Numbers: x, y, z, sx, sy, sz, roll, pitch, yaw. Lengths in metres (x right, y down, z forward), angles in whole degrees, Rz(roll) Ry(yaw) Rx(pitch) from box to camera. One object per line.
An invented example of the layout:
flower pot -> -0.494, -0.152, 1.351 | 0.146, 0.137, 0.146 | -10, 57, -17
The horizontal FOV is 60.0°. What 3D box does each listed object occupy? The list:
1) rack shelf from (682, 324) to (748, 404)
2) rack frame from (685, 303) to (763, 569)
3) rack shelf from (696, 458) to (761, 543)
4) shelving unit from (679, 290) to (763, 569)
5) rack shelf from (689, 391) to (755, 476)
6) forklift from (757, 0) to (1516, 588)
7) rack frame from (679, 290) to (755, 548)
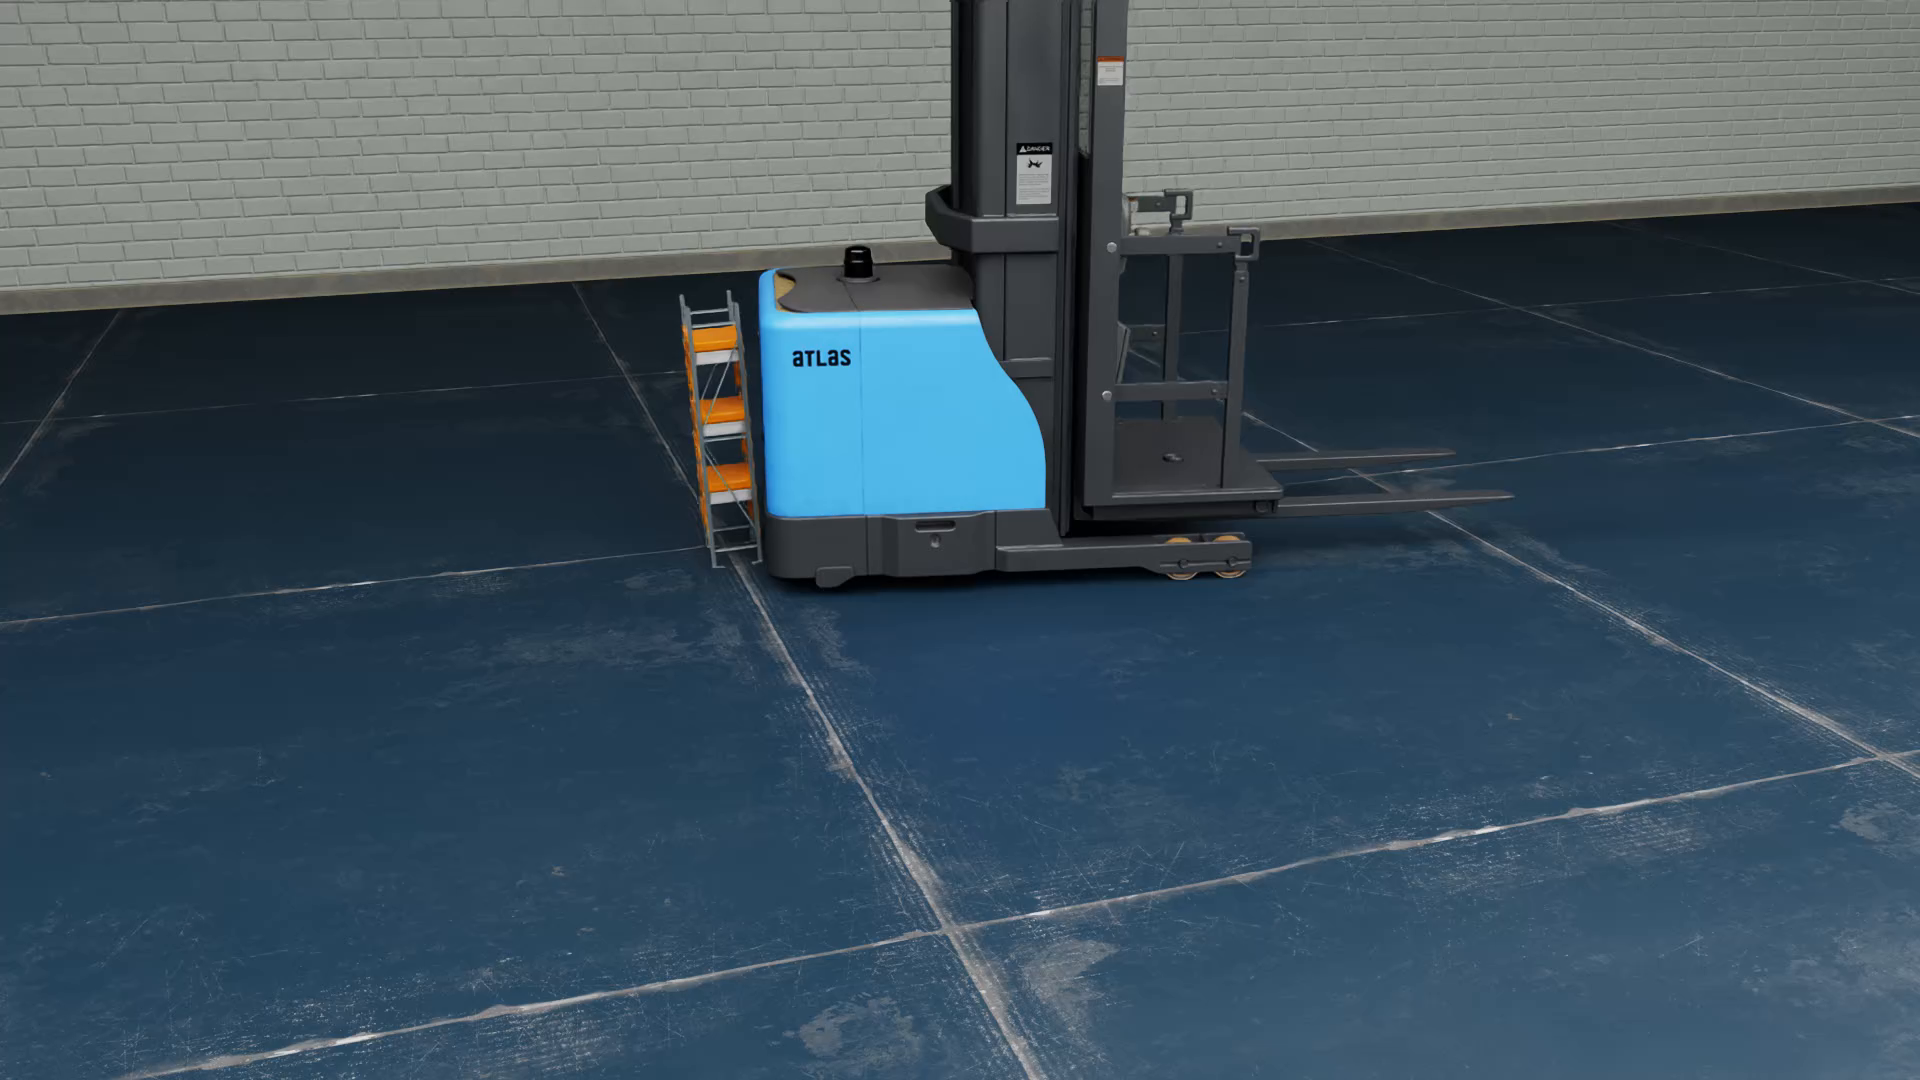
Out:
rack shelf -> -0.952, -0.687, 6.455 | 0.215, 0.259, 0.240 | -7, 21, -12
rack frame -> -0.909, -0.392, 6.438 | 0.200, 1.050, 0.008 | -7, 21, -12
rack shelf -> -0.926, -0.161, 6.650 | 0.215, 0.259, 0.240 | -7, 21, -12
shelving unit -> -0.939, -0.431, 6.550 | 0.215, 1.050, 0.252 | -7, 21, -12
rack shelf -> -0.939, -0.422, 6.553 | 0.215, 0.259, 0.240 | -7, 21, -12
forklift -> 0.714, -1.397, 6.470 | 3.031, 2.935, 1.130 | -2, 20, -6
rack frame -> -0.969, -0.471, 6.661 | 0.200, 1.050, 0.008 | -7, 21, -12
